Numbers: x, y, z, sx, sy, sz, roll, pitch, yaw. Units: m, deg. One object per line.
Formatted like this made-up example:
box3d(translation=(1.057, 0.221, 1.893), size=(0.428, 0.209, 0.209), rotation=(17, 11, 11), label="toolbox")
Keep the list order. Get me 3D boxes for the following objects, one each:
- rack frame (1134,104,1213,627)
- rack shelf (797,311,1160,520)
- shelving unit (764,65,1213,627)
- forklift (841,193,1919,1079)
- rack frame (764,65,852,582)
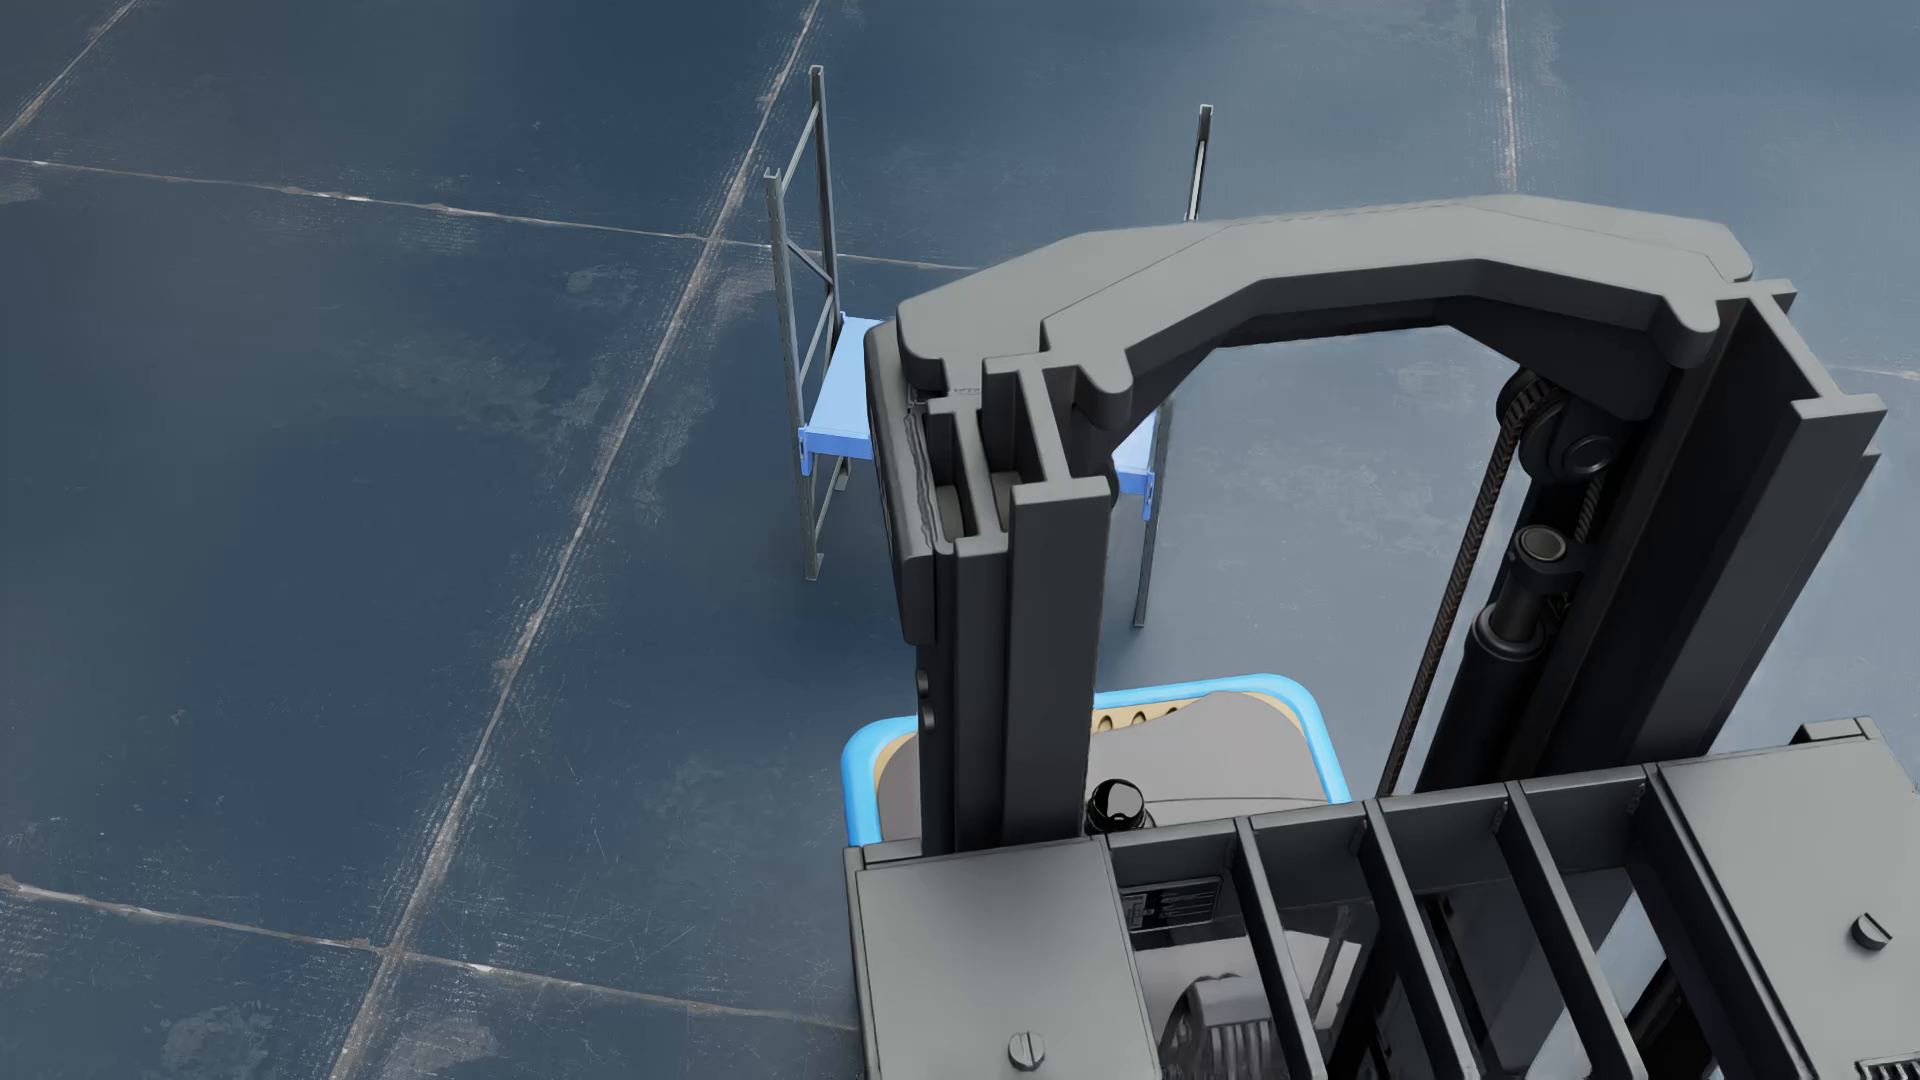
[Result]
box3d(translation=(0.584, -0.423, 4.622), size=(0.032, 1.500, 0.500), rotation=(8, 49, 7), label="rack frame")
box3d(translation=(0.084, -0.370, 4.816), size=(1.000, 0.185, 0.538), rotation=(8, 49, 7), label="rack shelf")
box3d(translation=(0.084, -0.490, 4.682), size=(1.048, 1.500, 0.538), rotation=(8, 49, 7), label="shelving unit")
box3d(translation=(0.464, 1.154, 2.243), size=(1.130, 2.935, 3.031), rotation=(-6, 48, -6), label="forklift")
box3d(translation=(-0.416, -0.557, 4.742), size=(0.032, 1.500, 0.500), rotation=(8, 49, 7), label="rack frame")
